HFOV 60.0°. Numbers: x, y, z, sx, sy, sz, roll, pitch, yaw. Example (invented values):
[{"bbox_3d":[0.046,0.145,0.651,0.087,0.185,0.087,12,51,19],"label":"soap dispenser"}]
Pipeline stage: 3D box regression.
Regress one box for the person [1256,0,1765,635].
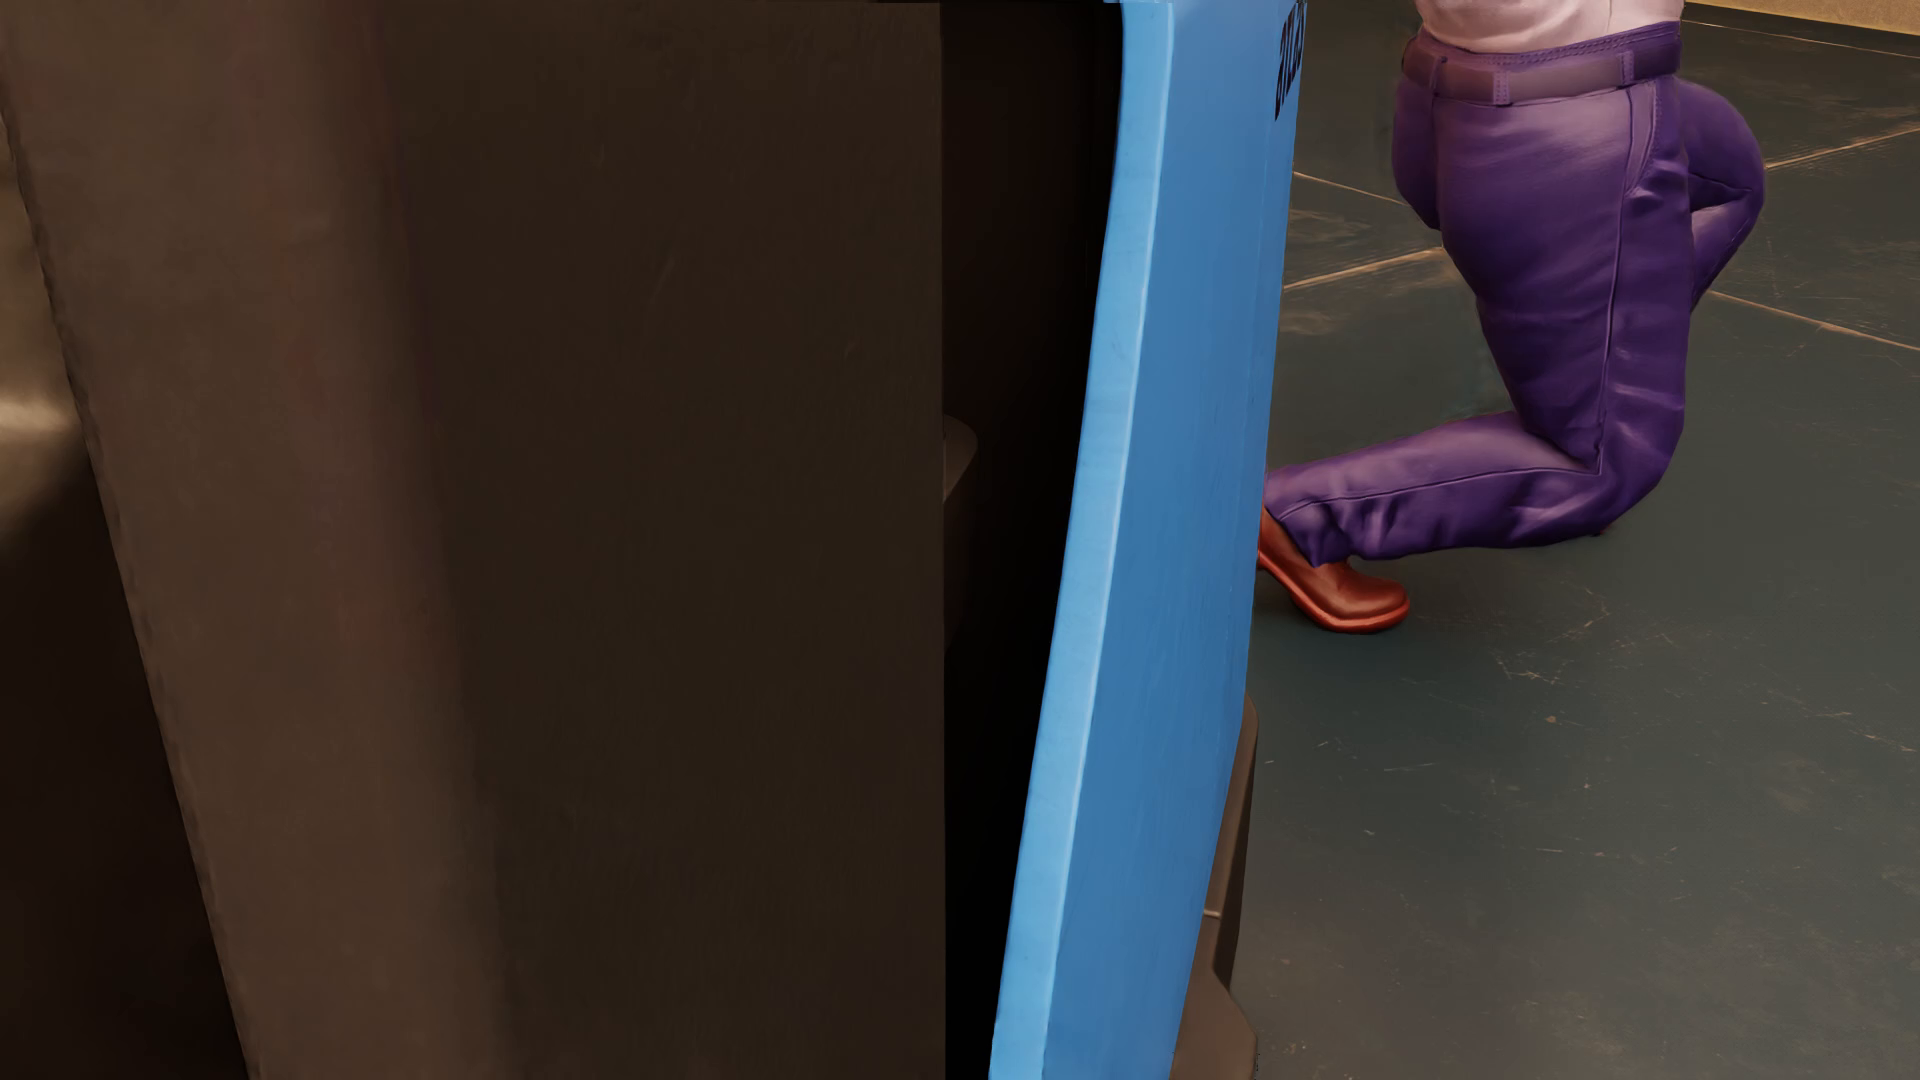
[{"bbox_3d":[0.705,-0.701,2.293,0.815,1.509,1.021,-4,27,-9],"label":"person"}]
